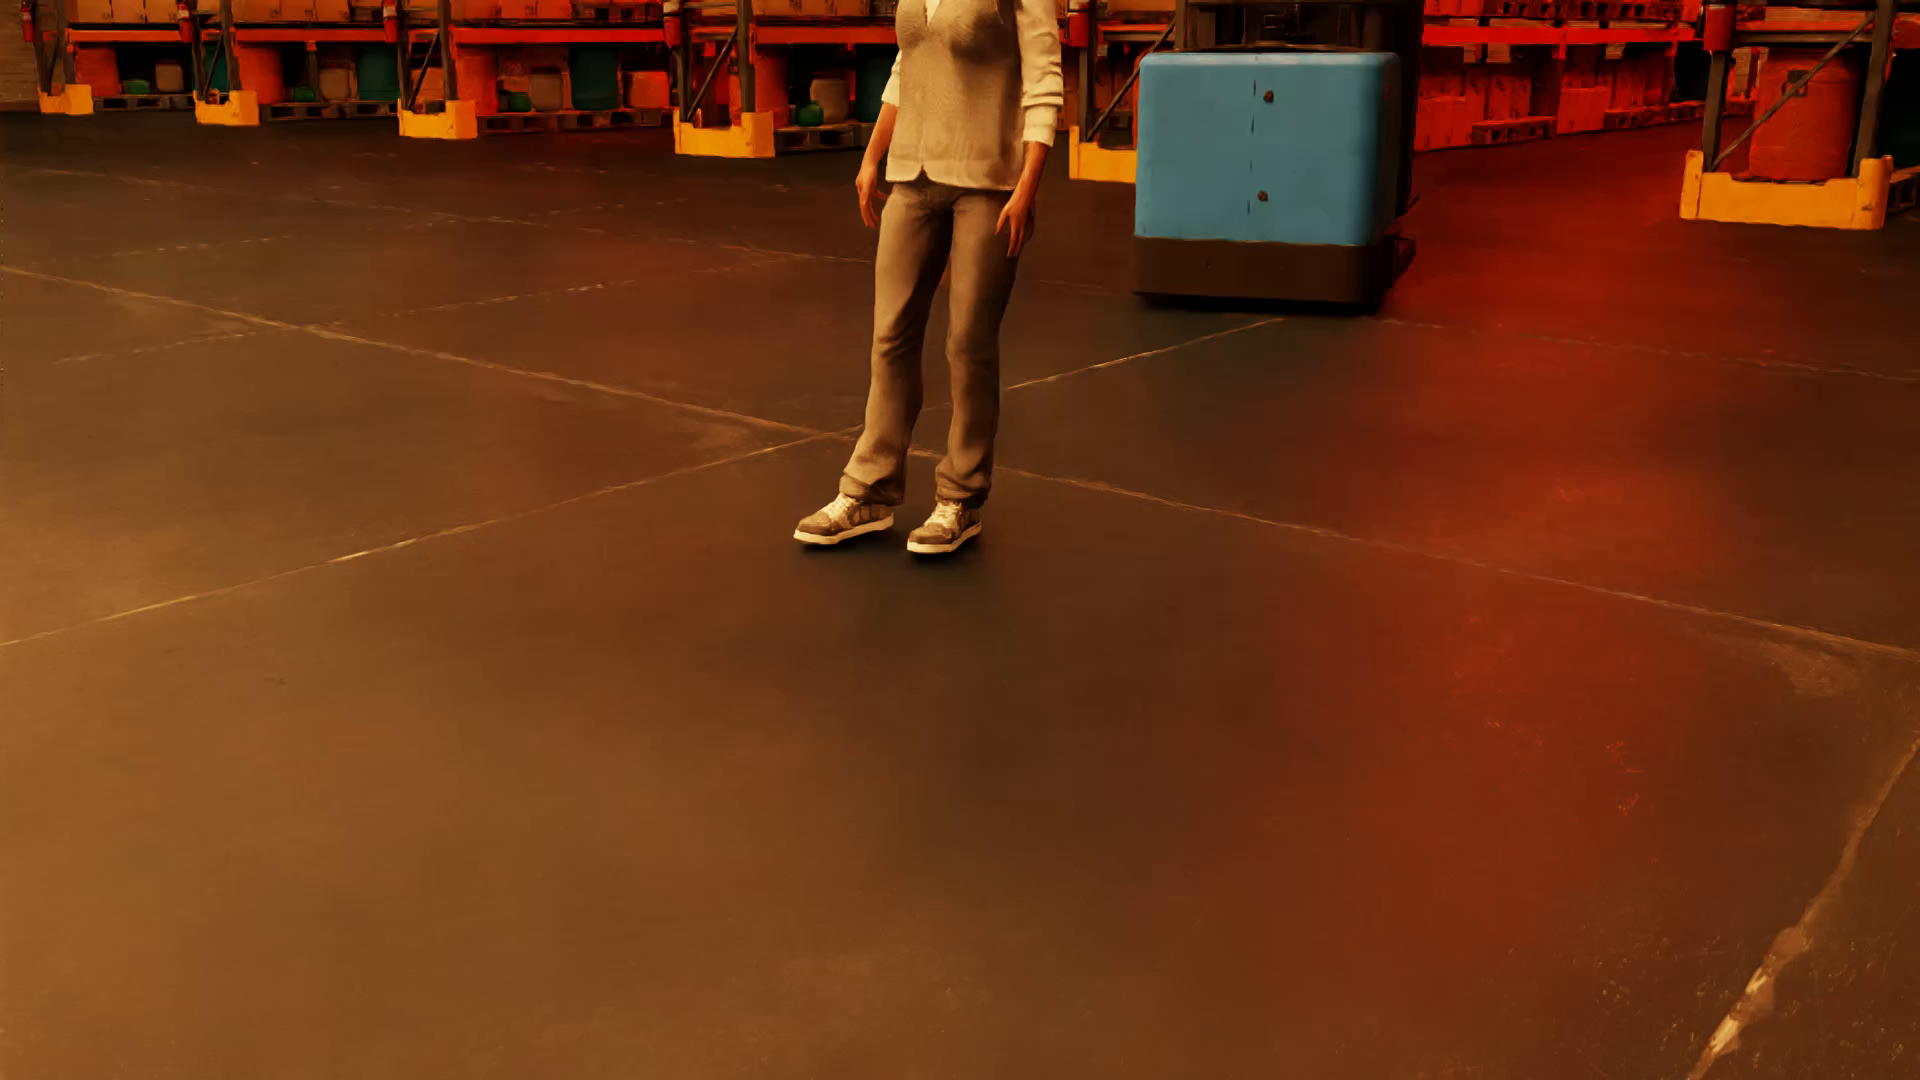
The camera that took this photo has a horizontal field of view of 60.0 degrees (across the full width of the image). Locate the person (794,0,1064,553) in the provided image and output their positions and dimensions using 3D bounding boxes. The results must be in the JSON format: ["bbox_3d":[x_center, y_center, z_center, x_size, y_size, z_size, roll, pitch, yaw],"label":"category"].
[{"bbox_3d":[-0.058,-0.757,3.662,0.521,1.597,0.474,13,21,37],"label":"person"}]

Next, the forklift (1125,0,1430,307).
[{"bbox_3d":[1.737,-2.783,8.063,1.130,2.935,3.031,6,18,20],"label":"forklift"}]
